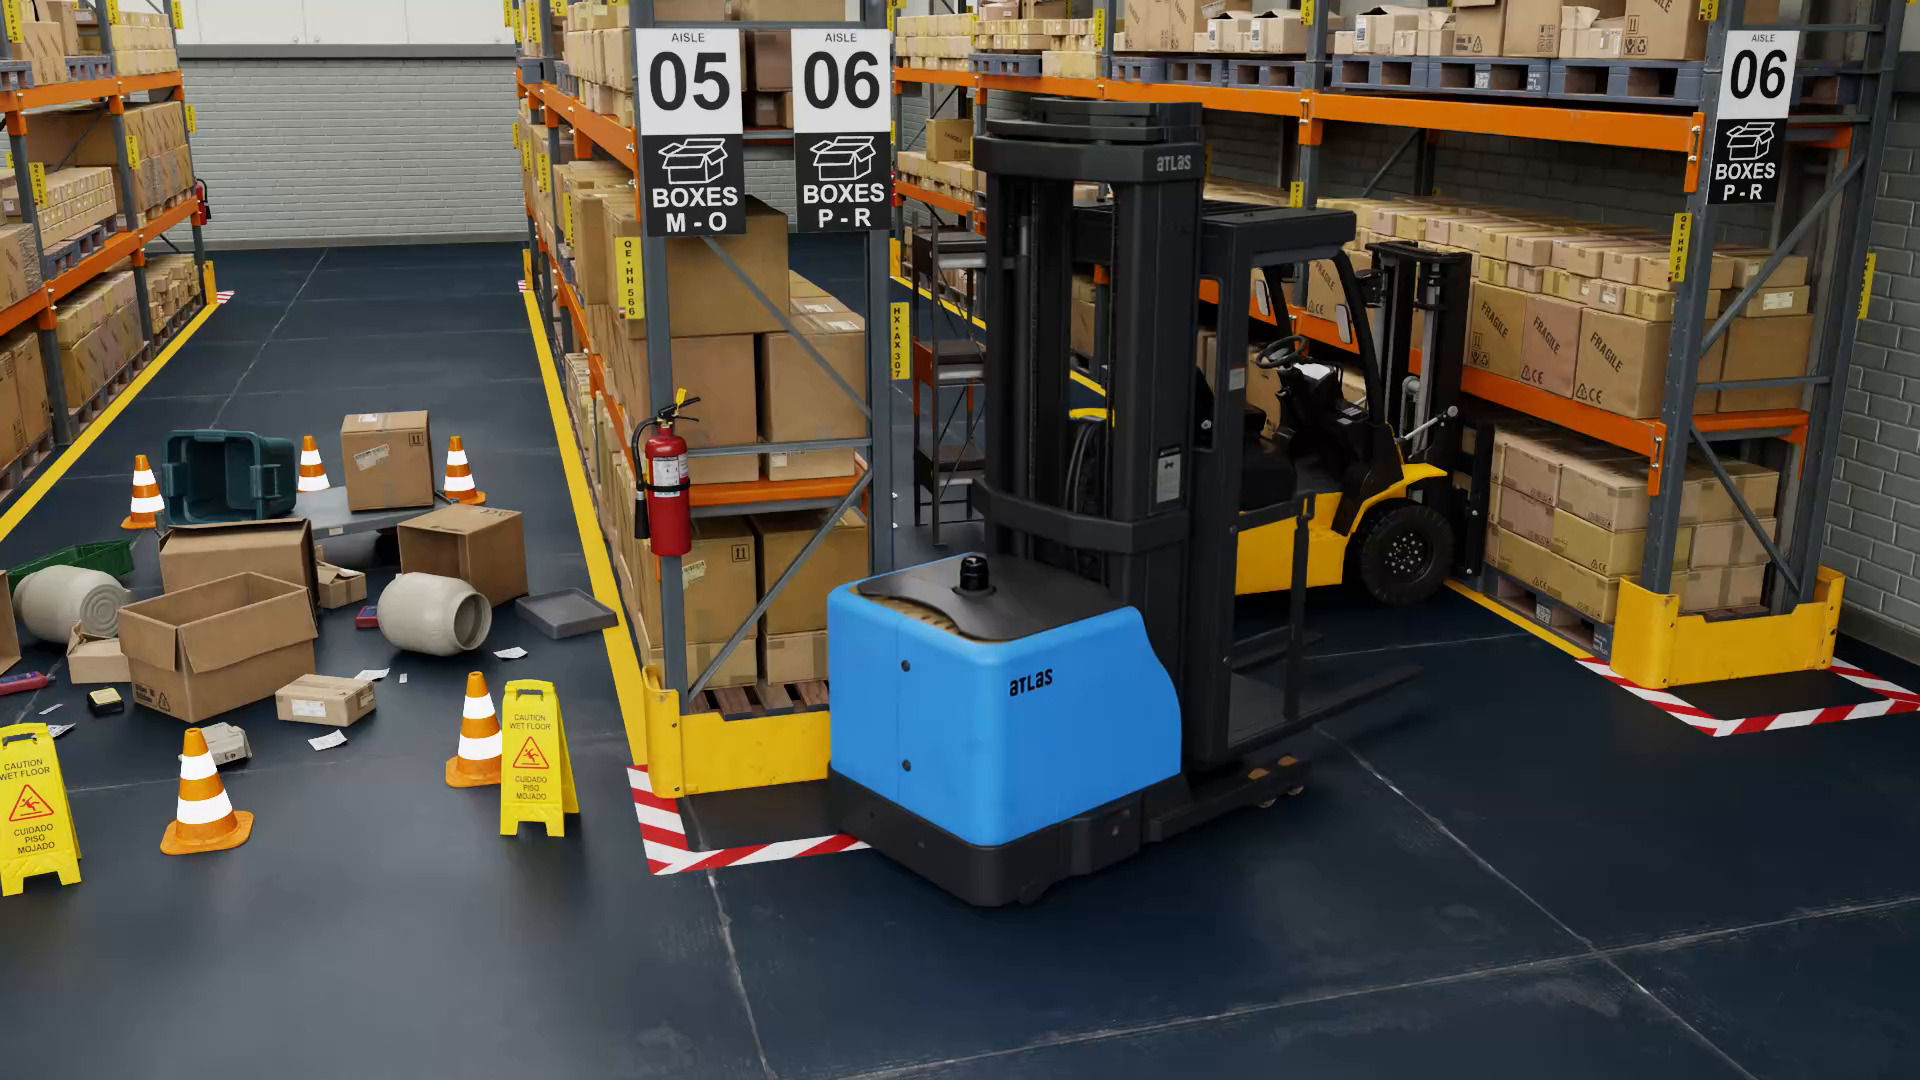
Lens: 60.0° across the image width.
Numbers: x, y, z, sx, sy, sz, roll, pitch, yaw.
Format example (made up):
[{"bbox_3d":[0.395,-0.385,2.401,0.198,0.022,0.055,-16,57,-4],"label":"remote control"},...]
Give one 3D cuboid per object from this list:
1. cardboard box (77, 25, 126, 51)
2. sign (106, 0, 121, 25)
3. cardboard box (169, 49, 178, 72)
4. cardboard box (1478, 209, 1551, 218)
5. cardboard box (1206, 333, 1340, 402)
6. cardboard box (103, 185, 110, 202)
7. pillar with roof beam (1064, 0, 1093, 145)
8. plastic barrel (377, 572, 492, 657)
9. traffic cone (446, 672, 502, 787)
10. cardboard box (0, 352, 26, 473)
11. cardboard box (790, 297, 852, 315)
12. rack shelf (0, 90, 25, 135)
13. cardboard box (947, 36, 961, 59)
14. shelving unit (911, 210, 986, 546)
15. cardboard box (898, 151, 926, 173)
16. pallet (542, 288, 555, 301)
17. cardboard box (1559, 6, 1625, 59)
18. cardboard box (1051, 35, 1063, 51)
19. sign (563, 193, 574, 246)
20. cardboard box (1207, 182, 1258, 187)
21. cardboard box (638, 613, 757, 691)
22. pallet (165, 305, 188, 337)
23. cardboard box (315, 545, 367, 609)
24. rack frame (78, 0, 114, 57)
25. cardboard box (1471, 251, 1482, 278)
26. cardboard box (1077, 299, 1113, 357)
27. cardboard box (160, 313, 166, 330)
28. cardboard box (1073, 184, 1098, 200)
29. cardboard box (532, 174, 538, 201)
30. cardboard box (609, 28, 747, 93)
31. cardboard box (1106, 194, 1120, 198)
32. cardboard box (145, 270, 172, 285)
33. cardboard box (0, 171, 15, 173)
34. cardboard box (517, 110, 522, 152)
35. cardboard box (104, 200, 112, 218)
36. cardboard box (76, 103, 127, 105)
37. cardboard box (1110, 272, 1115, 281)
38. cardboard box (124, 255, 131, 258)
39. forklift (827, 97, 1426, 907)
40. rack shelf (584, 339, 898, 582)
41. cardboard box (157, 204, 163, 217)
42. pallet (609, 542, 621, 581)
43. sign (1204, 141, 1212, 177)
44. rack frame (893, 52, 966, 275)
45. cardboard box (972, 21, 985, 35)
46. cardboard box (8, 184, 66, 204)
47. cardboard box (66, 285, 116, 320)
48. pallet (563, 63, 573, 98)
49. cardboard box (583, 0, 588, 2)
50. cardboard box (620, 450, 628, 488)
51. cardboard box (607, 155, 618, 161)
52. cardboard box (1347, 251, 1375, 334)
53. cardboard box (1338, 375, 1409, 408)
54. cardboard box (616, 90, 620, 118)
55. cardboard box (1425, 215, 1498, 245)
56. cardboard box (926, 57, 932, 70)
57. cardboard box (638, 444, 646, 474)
[{"bbox_3d":[-8.716,-5.039,16.692,0.500,0.250,0.500,-4,17,-13],"label":"cardboard box"},{"bbox_3d":[-8.282,-5.201,16.254,0.100,0.325,0.005,-5,17,-15],"label":"sign"},{"bbox_3d":[-9.535,-5.649,19.591,0.500,0.250,0.500,-5,17,-16],"label":"cardboard box"},{"bbox_3d":[3.561,-2.037,10.701,0.380,0.149,0.250,-5,17,-16],"label":"cardboard box"},{"bbox_3d":[2.527,-1.305,13.482,0.875,0.625,0.625,-5,17,-16],"label":"cardboard box"},{"bbox_3d":[-8.442,-3.339,16.043,0.380,0.149,0.250,-5,17,-15],"label":"cardboard box"},{"bbox_3d":[-2.775,-6.892,18.255,9.100,9.000,0.400,-5,17,-15],"label":"pillar with roof beam"},{"bbox_3d":[-2.809,0.399,8.887,0.512,0.421,0.421,7,18,23],"label":"plastic barrel"},{"bbox_3d":[-2.144,0.815,7.434,0.336,0.463,0.334,-5,17,-15],"label":"traffic cone"},{"bbox_3d":[-7.391,-0.883,11.858,1.050,0.750,0.750,-4,17,-14],"label":"cardboard box"},{"bbox_3d":[-0.794,-0.869,7.941,0.500,0.500,0.500,-4,17,-14],"label":"cardboard box"},{"bbox_3d":[-7.166,-2.715,10.814,1.077,0.370,4.000,-5,17,-15],"label":"rack shelf"},{"bbox_3d":[0.162,-5.860,19.774,0.500,0.250,0.500,-5,18,-17],"label":"cardboard box"},{"bbox_3d":[-0.045,-1.051,10.802,0.431,2.100,0.503,-5,17,-15],"label":"shelving unit"},{"bbox_3d":[-0.545,-5.126,22.546,0.500,0.250,0.500,-5,17,-15],"label":"cardboard box"},{"bbox_3d":[-4.556,-2.921,20.311,1.003,0.211,1.213,-5,17,-15],"label":"pallet"},{"bbox_3d":[3.397,-2.673,8.752,0.396,0.266,0.258,-5,17,-15],"label":"cardboard box"},{"bbox_3d":[1.130,-4.982,16.677,0.380,0.149,0.250,-4,17,-14],"label":"cardboard box"},{"bbox_3d":[-2.417,-1.999,10.380,0.100,0.325,0.005,-5,17,-15],"label":"sign"},{"bbox_3d":[2.398,-3.071,14.662,0.380,0.149,0.250,-5,17,-16],"label":"cardboard box"},{"bbox_3d":[-1.273,0.524,8.044,0.500,0.250,0.500,-5,17,-16],"label":"cardboard box"},{"bbox_3d":[-9.372,-2.469,18.803,1.003,0.211,1.213,-5,17,-15],"label":"pallet"},{"bbox_3d":[-3.724,0.215,9.775,0.396,0.266,0.258,11,20,32],"label":"cardboard box"},{"bbox_3d":[-8.815,-6.156,15.804,1.000,3.000,0.127,-5,17,-15],"label":"rack frame"},{"bbox_3d":[3.264,-1.638,9.889,0.380,0.149,0.250,-5,17,-16],"label":"cardboard box"},{"bbox_3d":[1.465,-2.093,16.322,0.500,0.500,0.500,-4,17,-14],"label":"cardboard box"},{"bbox_3d":[-8.679,-2.318,17.682,0.380,0.149,0.250,-4,17,-14],"label":"cardboard box"},{"bbox_3d":[1.187,-3.385,16.537,0.500,0.250,0.500,-6,18,-18],"label":"cardboard box"},{"bbox_3d":[-4.233,-3.726,17.533,0.500,0.250,0.500,-5,17,-17],"label":"cardboard box"},{"bbox_3d":[-1.185,-2.010,6.960,0.500,0.250,0.500,-5,17,-16],"label":"cardboard box"},{"bbox_3d":[1.651,-3.013,15.160,0.500,0.250,0.500,-5,17,-15],"label":"cardboard box"},{"bbox_3d":[-9.115,-2.950,18.749,0.380,0.149,0.250,-5,17,-15],"label":"cardboard box"},{"bbox_3d":[-9.066,-3.427,15.818,0.380,0.149,0.250,-4,17,-14],"label":"cardboard box"},{"bbox_3d":[-5.324,-5.180,21.071,0.500,0.500,0.500,-5,17,-16],"label":"cardboard box"},{"bbox_3d":[-8.443,-3.198,16.090,0.380,0.149,0.250,-5,17,-15],"label":"cardboard box"},{"bbox_3d":[-9.901,-4.774,19.203,0.500,0.500,0.500,-4,17,-14],"label":"cardboard box"},{"bbox_3d":[1.766,-2.693,17.192,0.380,0.149,0.250,-6,18,-18],"label":"cardboard box"},{"bbox_3d":[-10.097,-3.338,20.043,0.380,0.149,0.250,-6,18,-18],"label":"cardboard box"},{"bbox_3d":[0.905,-0.358,7.050,3.031,2.935,1.130,-14,22,-38],"label":"forklift"},{"bbox_3d":[-1.335,-0.592,8.958,1.077,0.370,4.000,-5,17,-15],"label":"rack shelf"},{"bbox_3d":[-8.987,-3.627,18.250,0.380,0.149,0.250,-4,17,-13],"label":"cardboard box"},{"bbox_3d":[-1.666,0.029,10.488,1.003,0.211,1.213,-5,17,-15],"label":"pallet"},{"bbox_3d":[2.321,-3.589,15.672,0.100,0.325,0.005,-5,17,-15],"label":"sign"},{"bbox_3d":[-0.411,-5.202,23.056,1.000,3.000,0.127,-5,17,-15],"label":"rack frame"},{"bbox_3d":[0.349,-5.686,18.469,0.380,0.149,0.250,-4,17,-14],"label":"cardboard box"},{"bbox_3d":[-7.944,-2.976,14.317,0.380,0.149,0.250,-4,17,-13],"label":"cardboard box"},{"bbox_3d":[-8.080,-2.172,15.279,0.500,0.250,0.500,-6,18,-18],"label":"cardboard box"},{"bbox_3d":[-1.952,-3.015,10.888,1.213,0.211,1.003,-5,17,-15],"label":"pallet"},{"bbox_3d":[-2.166,-3.445,10.654,0.500,0.250,0.500,-4,17,-14],"label":"cardboard box"},{"bbox_3d":[-1.558,-0.377,8.612,0.380,0.149,0.250,-4,17,-13],"label":"cardboard box"},{"bbox_3d":[-2.884,-3.278,14.740,0.500,0.500,0.500,-5,18,-17],"label":"cardboard box"},{"bbox_3d":[2.917,-1.645,11.039,0.500,0.500,0.500,-4,17,-14],"label":"cardboard box"},{"bbox_3d":[2.849,-0.945,11.196,0.500,0.250,0.500,-5,17,-15],"label":"cardboard box"},{"bbox_3d":[-1.412,-2.059,7.814,0.380,0.149,0.250,-5,17,-16],"label":"cardboard box"},{"bbox_3d":[3.120,-1.922,10.319,0.380,0.149,0.250,-5,17,-15],"label":"cardboard box"},{"bbox_3d":[-0.219,-5.980,20.869,0.380,0.149,0.250,-5,17,-15],"label":"cardboard box"},{"bbox_3d":[-1.270,-0.410,7.541,0.380,0.149,0.250,-5,17,-16],"label":"cardboard box"}]
